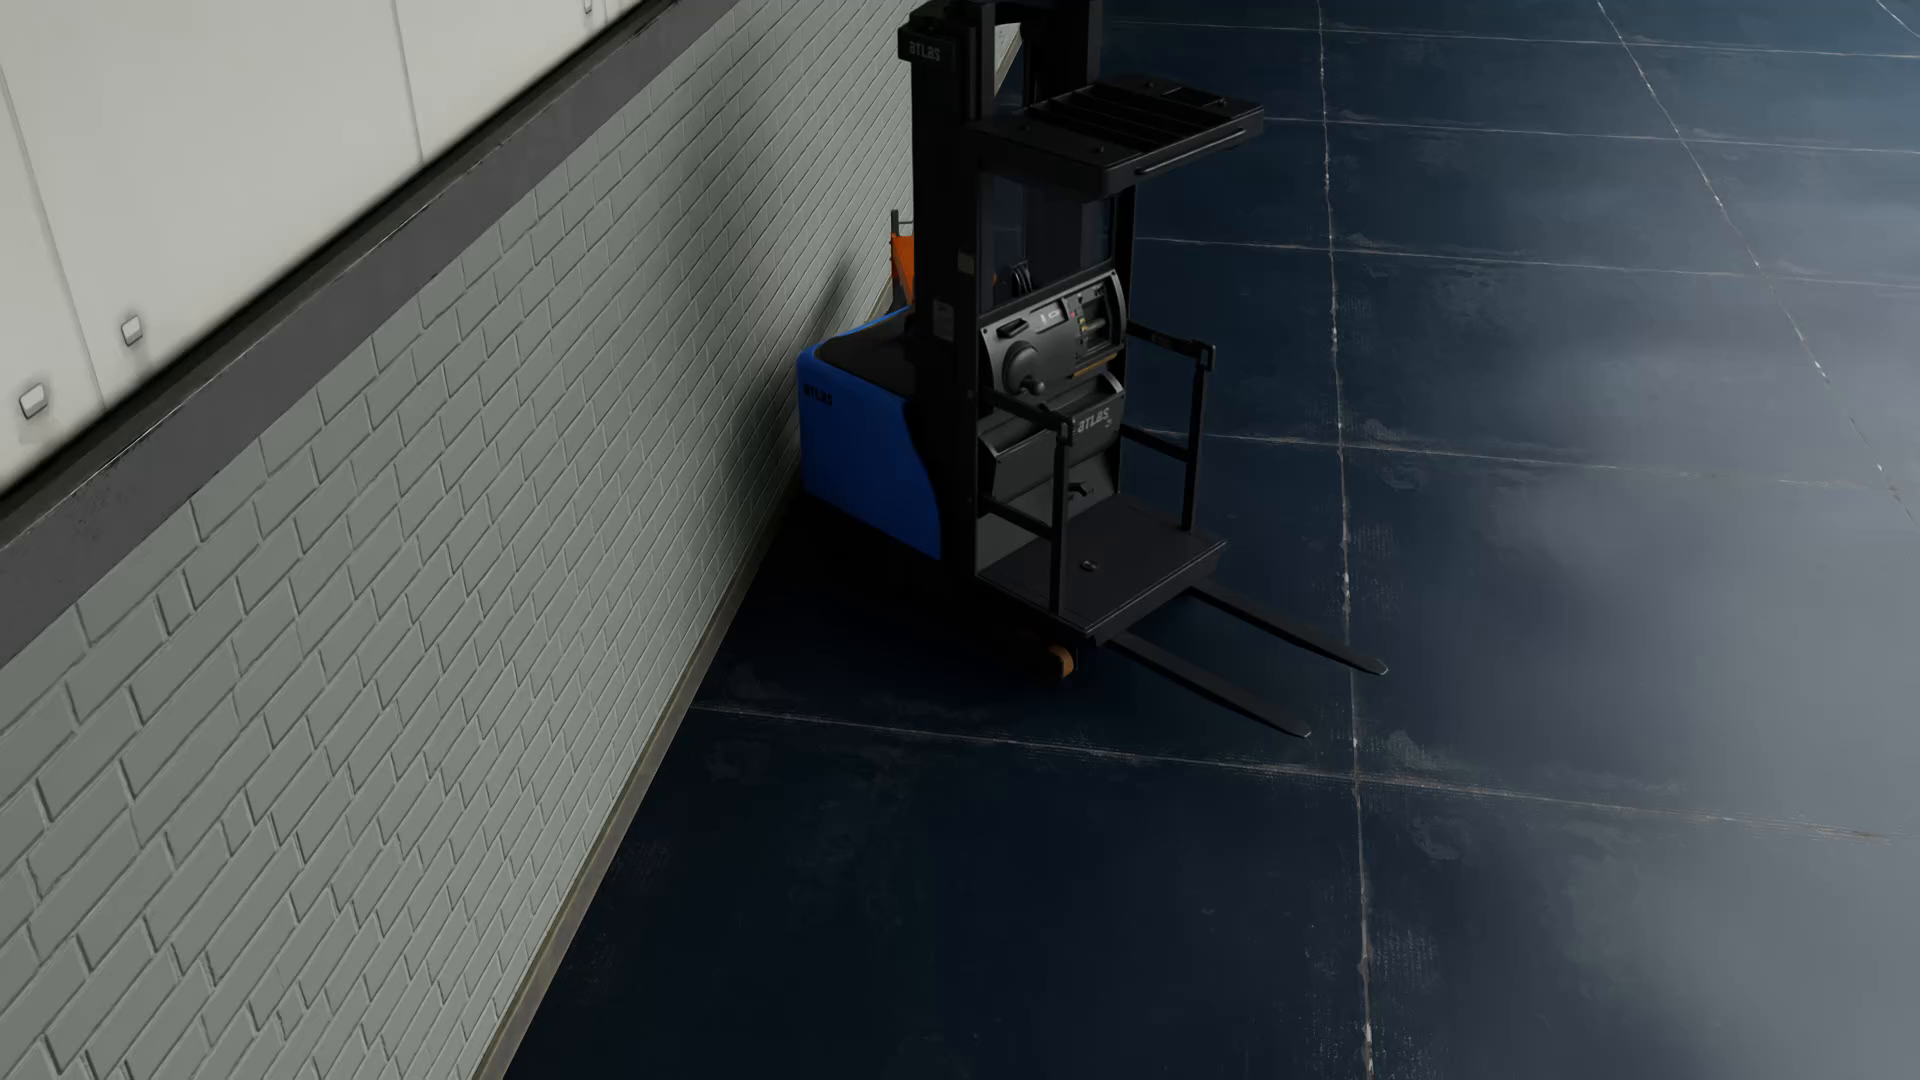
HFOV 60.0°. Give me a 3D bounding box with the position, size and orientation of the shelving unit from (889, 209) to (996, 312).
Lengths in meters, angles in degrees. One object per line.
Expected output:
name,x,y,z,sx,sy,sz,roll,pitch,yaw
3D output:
shelving unit,-0.076,-1.198,9.604,0.538,1.125,1.048,-5,32,-8

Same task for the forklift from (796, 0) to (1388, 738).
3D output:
forklift,0.586,-0.903,7.430,3.031,2.935,1.130,27,41,36

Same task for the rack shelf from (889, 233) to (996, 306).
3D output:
rack shelf,-0.076,-1.446,9.448,0.538,0.278,1.000,-5,32,-8

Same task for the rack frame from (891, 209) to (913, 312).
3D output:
rack frame,-0.156,-1.464,10.029,0.500,1.125,0.032,-5,32,-8
